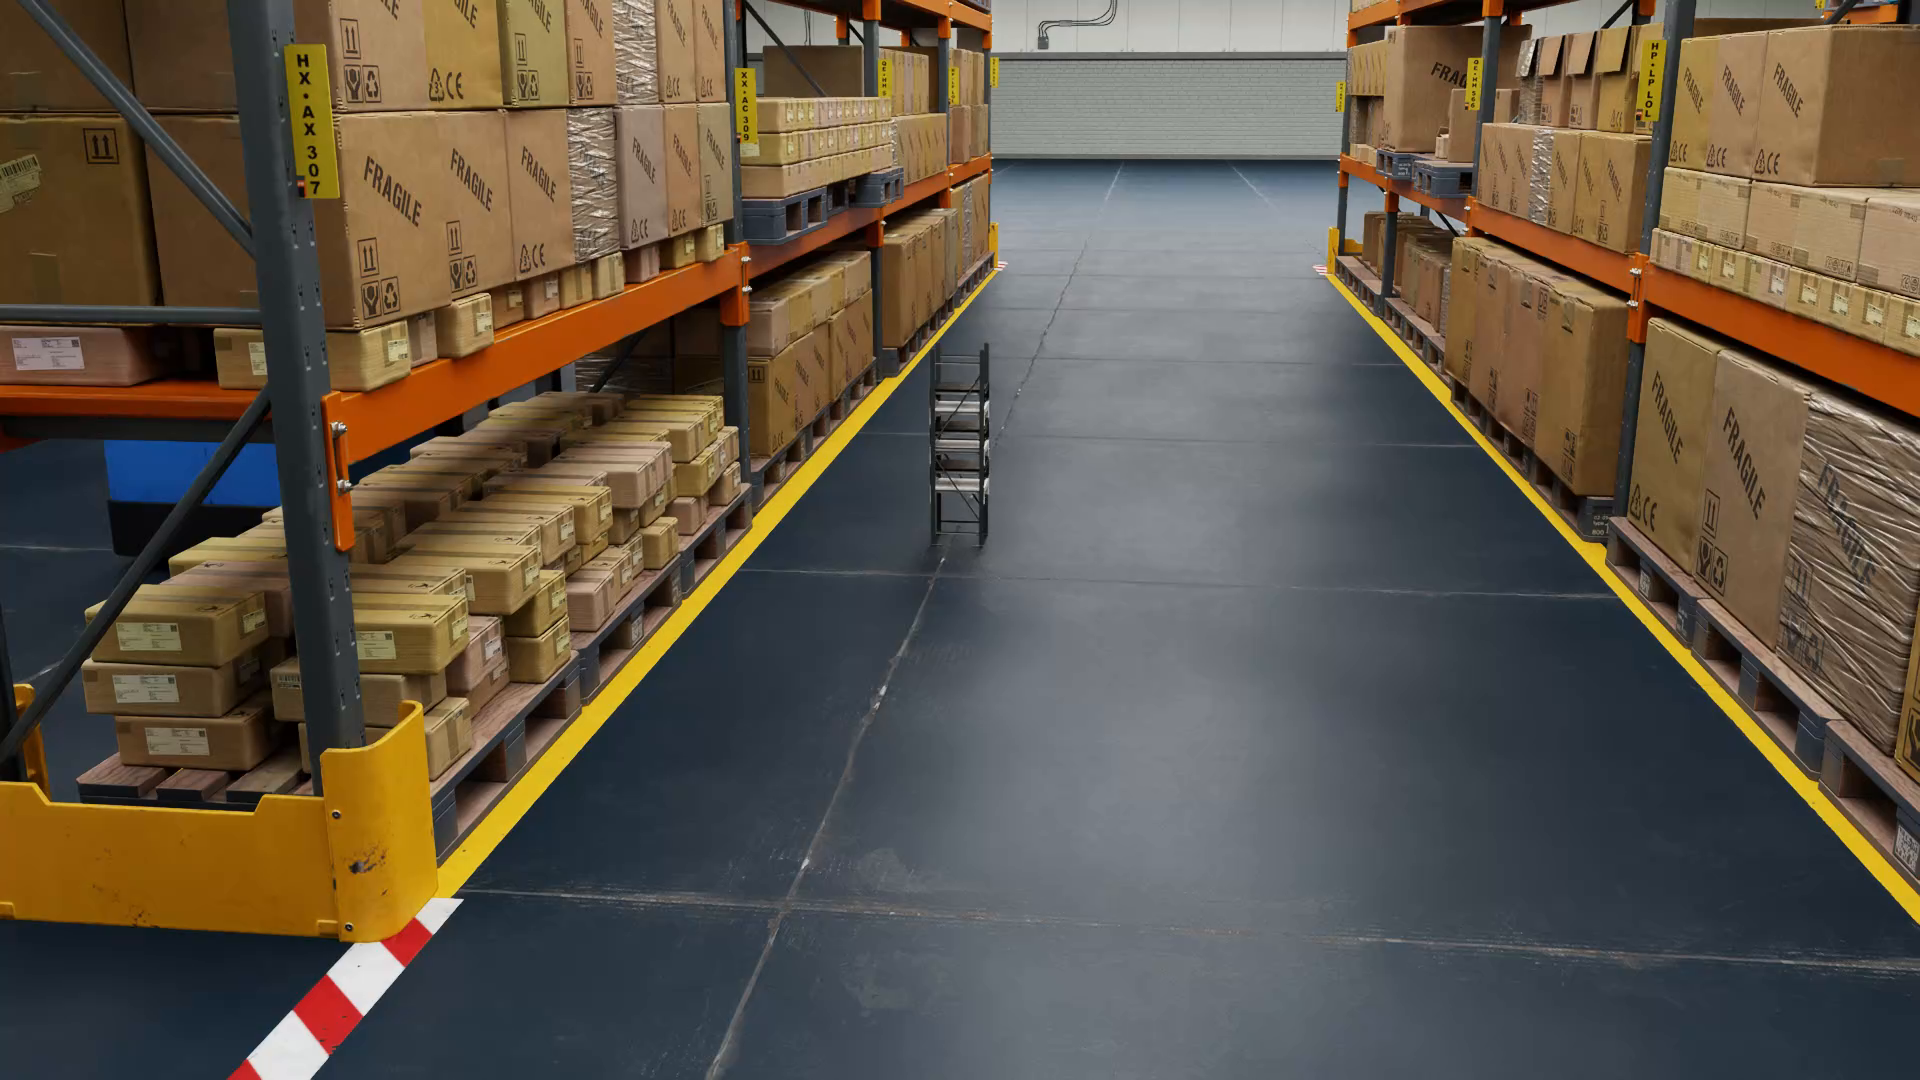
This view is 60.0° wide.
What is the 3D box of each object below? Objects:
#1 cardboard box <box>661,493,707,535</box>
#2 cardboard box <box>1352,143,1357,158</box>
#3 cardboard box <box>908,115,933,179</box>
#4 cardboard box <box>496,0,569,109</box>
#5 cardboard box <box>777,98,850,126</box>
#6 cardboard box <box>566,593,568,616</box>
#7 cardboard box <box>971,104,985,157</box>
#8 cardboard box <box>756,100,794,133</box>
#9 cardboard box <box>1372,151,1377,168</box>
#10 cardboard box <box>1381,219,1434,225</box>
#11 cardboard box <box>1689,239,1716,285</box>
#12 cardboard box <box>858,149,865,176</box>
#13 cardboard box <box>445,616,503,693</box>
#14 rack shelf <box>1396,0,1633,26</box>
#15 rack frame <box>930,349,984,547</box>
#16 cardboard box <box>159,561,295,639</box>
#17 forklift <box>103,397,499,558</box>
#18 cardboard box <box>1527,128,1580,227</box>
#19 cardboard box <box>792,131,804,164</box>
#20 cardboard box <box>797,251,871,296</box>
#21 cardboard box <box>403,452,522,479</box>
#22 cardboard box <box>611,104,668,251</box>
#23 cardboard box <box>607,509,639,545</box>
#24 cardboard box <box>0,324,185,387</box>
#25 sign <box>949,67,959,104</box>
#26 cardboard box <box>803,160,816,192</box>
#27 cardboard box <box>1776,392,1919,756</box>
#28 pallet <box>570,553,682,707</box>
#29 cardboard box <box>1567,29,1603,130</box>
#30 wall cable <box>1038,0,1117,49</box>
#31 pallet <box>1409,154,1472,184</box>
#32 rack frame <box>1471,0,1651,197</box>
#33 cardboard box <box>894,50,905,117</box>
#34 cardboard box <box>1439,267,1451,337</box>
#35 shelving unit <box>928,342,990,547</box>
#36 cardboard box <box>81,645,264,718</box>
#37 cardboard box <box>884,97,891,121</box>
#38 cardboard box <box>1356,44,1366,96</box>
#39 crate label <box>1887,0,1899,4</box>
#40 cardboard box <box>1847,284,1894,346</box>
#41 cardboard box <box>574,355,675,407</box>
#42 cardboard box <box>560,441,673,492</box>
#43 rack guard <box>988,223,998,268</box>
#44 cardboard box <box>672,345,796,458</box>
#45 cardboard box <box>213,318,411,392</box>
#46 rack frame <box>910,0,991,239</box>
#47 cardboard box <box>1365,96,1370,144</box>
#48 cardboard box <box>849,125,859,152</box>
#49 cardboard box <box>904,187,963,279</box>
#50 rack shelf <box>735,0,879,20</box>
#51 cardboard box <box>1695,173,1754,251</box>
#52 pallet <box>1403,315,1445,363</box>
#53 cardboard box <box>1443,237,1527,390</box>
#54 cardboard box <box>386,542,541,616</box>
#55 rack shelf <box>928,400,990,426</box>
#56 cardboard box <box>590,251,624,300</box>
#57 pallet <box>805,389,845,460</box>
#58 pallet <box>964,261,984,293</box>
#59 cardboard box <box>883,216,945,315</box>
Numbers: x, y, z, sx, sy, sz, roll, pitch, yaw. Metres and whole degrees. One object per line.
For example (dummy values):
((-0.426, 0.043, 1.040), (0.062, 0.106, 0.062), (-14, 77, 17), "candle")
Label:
((-1.288, -0.126, 7.037), (0.380, 0.149, 0.250), (1, 15, 4), "cardboard box")
((4.408, -4.169, 17.816), (0.380, 0.149, 0.250), (2, 15, 6), "cardboard box")
((-0.509, -3.264, 13.795), (0.500, 0.500, 0.500), (2, 15, 7), "cardboard box")
((-1.509, -1.557, 4.997), (0.500, 0.500, 0.500), (1, 15, 5), "cardboard box")
((-0.831, -2.409, 9.361), (0.380, 0.149, 0.250), (2, 15, 8), "cardboard box")
((-1.537, 0.271, 5.569), (0.380, 0.149, 0.250), (2, 15, 6), "cardboard box")
((-0.187, -4.490, 18.233), (0.875, 0.550, 0.550), (2, 15, 6), "cardboard box")
((-1.002, -2.003, 7.862), (0.380, 0.149, 0.250), (2, 15, 9), "cardboard box")
((4.091, -3.588, 15.665), (0.380, 0.149, 0.250), (2, 15, 6), "cardboard box")
((4.557, -3.003, 17.005), (0.500, 0.500, 0.500), (3, 15, 11), "cardboard box")
((2.990, -1.049, 6.277), (0.380, 0.149, 0.250), (2, 15, 8), "cardboard box")
((-0.771, -2.258, 9.943), (0.380, 0.149, 0.250), (1, 15, 4), "cardboard box")
((-1.554, 0.323, 4.807), (0.380, 0.149, 0.250), (2, 15, 6), "cardboard box")
((4.090, -4.031, 12.454), (1.077, 0.370, 4.000), (2, 15, 6), "rack shelf")
((-0.012, -0.406, 7.439), (0.240, 0.900, 0.006), (2, 15, 6), "rack frame")
((-2.062, 0.169, 4.807), (0.380, 0.149, 0.250), (2, 15, 7), "cardboard box")
((-2.943, -1.651, 8.152), (1.130, 2.935, 3.031), (2, 15, 8), "forklift")
((3.370, -1.945, 8.917), (0.500, 0.500, 0.500), (2, 15, 6), "cardboard box")
((-0.975, -1.927, 8.149), (0.380, 0.149, 0.250), (1, 15, 5), "cardboard box")
((-0.869, -1.757, 10.959), (0.500, 0.250, 0.500), (1, 15, 5), "cardboard box")
((-1.884, -0.235, 6.302), (0.380, 0.149, 0.250), (1, 15, 4), "cardboard box")
((-1.395, -1.341, 6.112), (0.500, 0.500, 0.500), (2, 15, 6), "cardboard box")
((-1.440, -0.087, 6.324), (0.380, 0.149, 0.250), (1, 15, 4), "cardboard box")
((-2.199, -0.480, 4.173), (0.380, 0.149, 0.250), (2, 15, 6), "cardboard box")
((-0.061, -4.128, 15.116), (0.100, 0.325, 0.005), (2, 15, 6), "sign")
((-0.945, -1.853, 8.445), (0.380, 0.149, 0.250), (2, 15, 7), "cardboard box")
((3.057, 0.082, 4.878), (0.875, 0.875, 0.875), (2, 15, 6), "cardboard box")
((-1.680, 0.292, 6.176), (1.003, 0.211, 1.213), (2, 15, 6), "pallet")
((3.620, -2.412, 8.721), (0.797, 0.503, 0.637), (2, 15, 8), "cardboard box")
((3.476, -17.529, 48.734), (2.305, 6.003, 0.169), (2, 15, 6), "wall cable")
((4.047, -2.833, 12.761), (1.003, 0.211, 1.213), (2, 15, 6), "pallet")
((3.864, -2.411, 10.833), (1.000, 3.000, 0.127), (2, 15, 6), "rack frame")
((-0.823, -3.628, 13.224), (0.700, 0.500, 0.500), (2, 15, 6), "cardboard box")
((3.970, -1.736, 12.280), (0.700, 0.500, 0.500), (0, 15, 2), "cardboard box")
((-0.001, -0.432, 7.537), (0.258, 0.900, 0.210), (2, 15, 6), "shelving unit")
((-2.179, 0.376, 4.613), (0.380, 0.149, 0.250), (1, 15, 5), "cardboard box")
((-0.652, -2.812, 10.851), (0.380, 0.149, 0.250), (1, 15, 4), "cardboard box")
((4.316, -4.767, 16.868), (0.500, 0.500, 0.500), (2, 15, 6), "cardboard box")
((9.149, -5.241, 15.835), (0.502, 0.251, 0.408), (2, 15, 6), "crate label")
((2.817, -0.649, 4.799), (0.380, 0.149, 0.250), (2, 15, 6), "cardboard box")
((-1.671, -0.742, 8.642), (0.500, 0.500, 0.500), (1, 15, 5), "cardboard box")
((-1.341, -0.290, 6.505), (0.380, 0.149, 0.250), (1, 15, 4), "cardboard box")
((-0.147, -3.458, 19.493), (1.175, 0.500, 0.348), (2, 15, 6), "rack guard")
((-1.157, -0.726, 8.585), (0.500, 0.500, 0.500), (2, 15, 8), "cardboard box")
((-1.593, -0.462, 4.105), (0.380, 0.149, 0.250), (2, 15, 6), "cardboard box")
((-0.150, -4.659, 19.144), (1.000, 3.000, 0.127), (2, 15, 6), "rack frame")
((4.740, -4.403, 17.437), (0.875, 0.500, 0.500), (2, 15, 6), "cardboard box")
((-0.799, -2.333, 9.649), (0.380, 0.149, 0.250), (2, 15, 8), "cardboard box")
((-0.461, -2.959, 16.125), (0.875, 0.875, 0.875), (2, 15, 7), "cardboard box")
((-1.278, -3.166, 9.254), (1.077, 0.370, 4.000), (2, 15, 6), "rack shelf")
((3.039, -1.202, 6.079), (0.500, 0.250, 0.500), (2, 15, 6), "cardboard box")
((4.094, -1.583, 13.113), (1.003, 0.211, 1.213), (2, 15, 6), "pallet")
((3.766, -1.410, 10.396), (1.225, 0.875, 0.875), (1, 15, 4), "cardboard box")
((-1.491, 0.115, 5.007), (0.380, 0.149, 0.250), (2, 15, 6), "cardboard box")
((-0.001, -0.574, 7.499), (0.258, 0.077, 0.200), (2, 15, 6), "rack shelf")
((-1.409, -0.936, 5.860), (0.380, 0.149, 0.250), (2, 15, 7), "cardboard box")
((-1.282, -0.719, 9.918), (1.003, 0.211, 1.213), (2, 15, 6), "pallet")
((-0.303, -2.787, 17.565), (1.003, 0.211, 1.213), (2, 15, 6), "pallet")
((-0.695, -2.324, 14.016), (1.050, 0.750, 0.750), (2, 15, 6), "cardboard box")
